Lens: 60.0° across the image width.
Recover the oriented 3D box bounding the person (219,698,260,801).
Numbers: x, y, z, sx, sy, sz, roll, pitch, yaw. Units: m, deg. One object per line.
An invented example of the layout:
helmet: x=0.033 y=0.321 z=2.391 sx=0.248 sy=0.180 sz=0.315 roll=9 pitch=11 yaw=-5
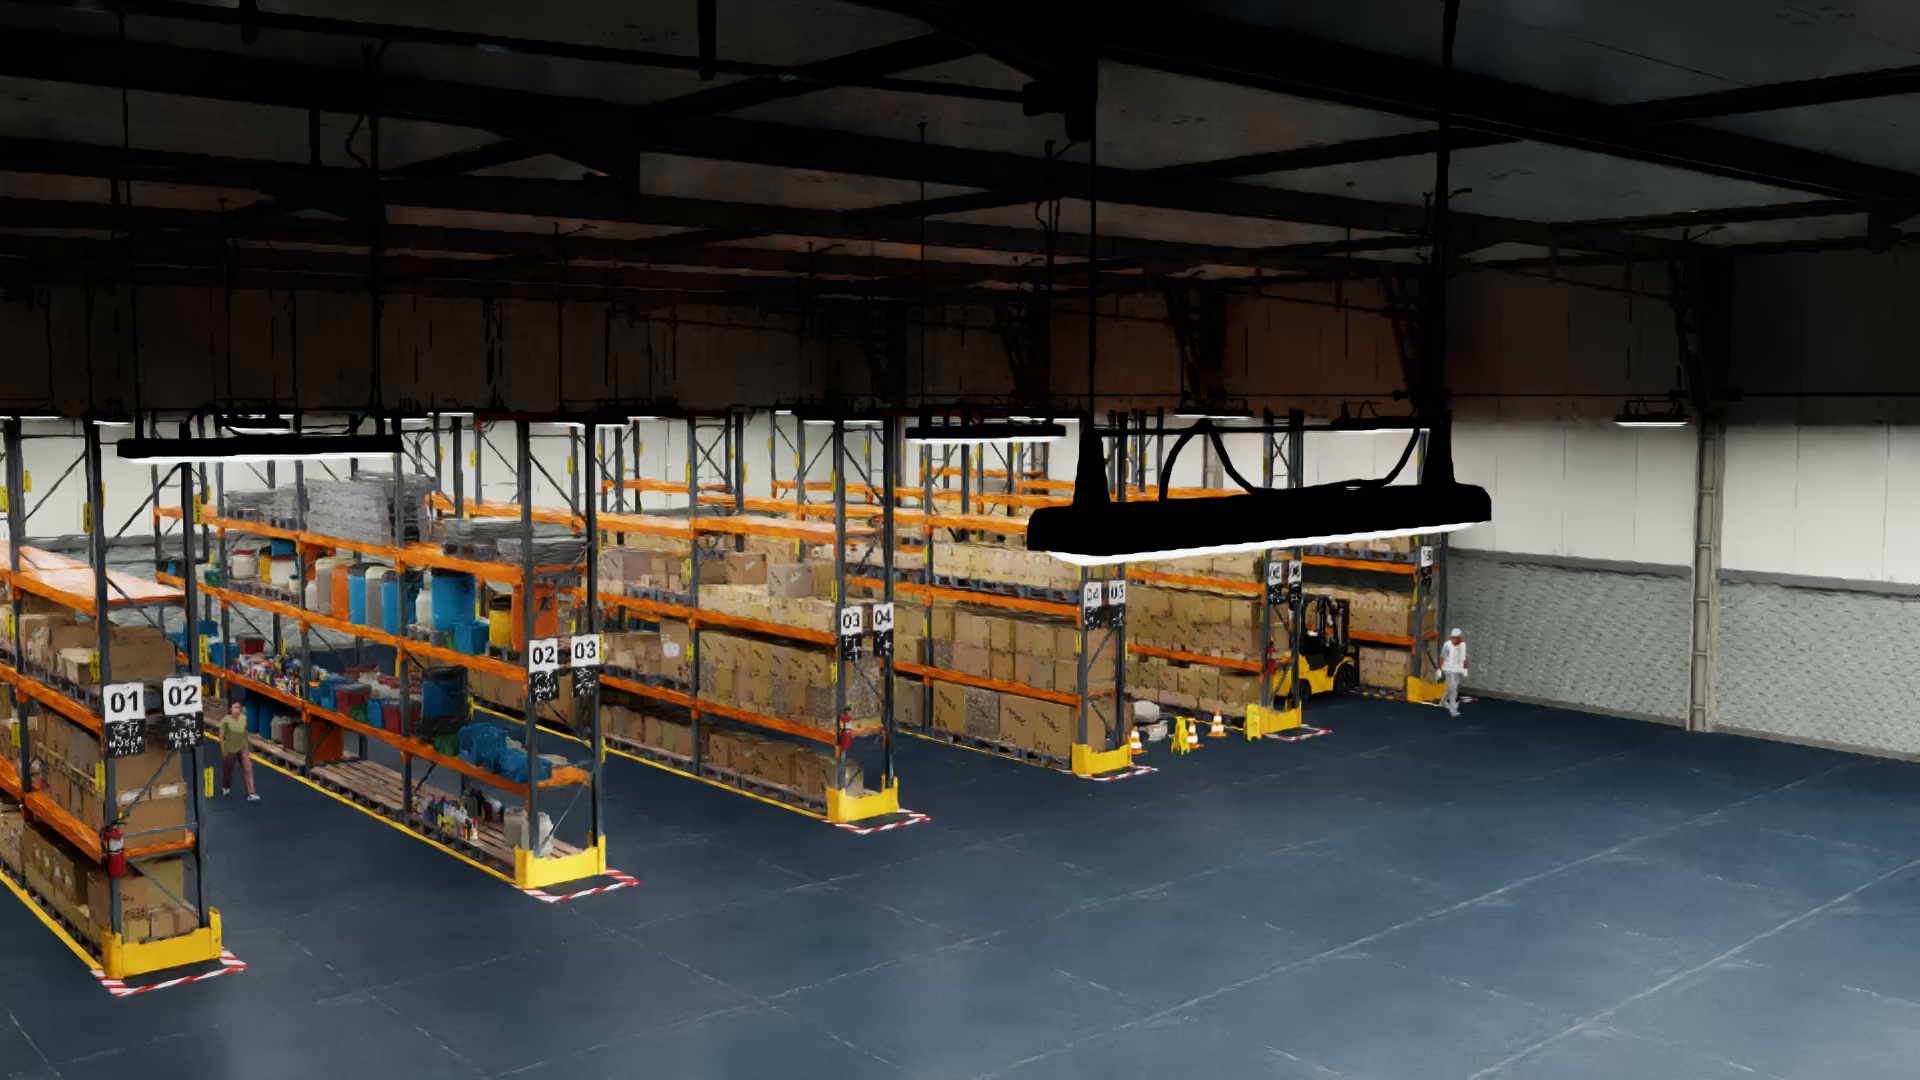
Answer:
person: x=-11.298 y=3.246 z=25.916 sx=0.448 sy=1.590 sz=1.110 roll=-4 pitch=6 yaw=-39

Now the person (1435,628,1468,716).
person: x=9.760 y=2.585 z=32.940 sx=0.605 sy=1.731 sz=0.983 roll=-2 pitch=5 yaw=-21
